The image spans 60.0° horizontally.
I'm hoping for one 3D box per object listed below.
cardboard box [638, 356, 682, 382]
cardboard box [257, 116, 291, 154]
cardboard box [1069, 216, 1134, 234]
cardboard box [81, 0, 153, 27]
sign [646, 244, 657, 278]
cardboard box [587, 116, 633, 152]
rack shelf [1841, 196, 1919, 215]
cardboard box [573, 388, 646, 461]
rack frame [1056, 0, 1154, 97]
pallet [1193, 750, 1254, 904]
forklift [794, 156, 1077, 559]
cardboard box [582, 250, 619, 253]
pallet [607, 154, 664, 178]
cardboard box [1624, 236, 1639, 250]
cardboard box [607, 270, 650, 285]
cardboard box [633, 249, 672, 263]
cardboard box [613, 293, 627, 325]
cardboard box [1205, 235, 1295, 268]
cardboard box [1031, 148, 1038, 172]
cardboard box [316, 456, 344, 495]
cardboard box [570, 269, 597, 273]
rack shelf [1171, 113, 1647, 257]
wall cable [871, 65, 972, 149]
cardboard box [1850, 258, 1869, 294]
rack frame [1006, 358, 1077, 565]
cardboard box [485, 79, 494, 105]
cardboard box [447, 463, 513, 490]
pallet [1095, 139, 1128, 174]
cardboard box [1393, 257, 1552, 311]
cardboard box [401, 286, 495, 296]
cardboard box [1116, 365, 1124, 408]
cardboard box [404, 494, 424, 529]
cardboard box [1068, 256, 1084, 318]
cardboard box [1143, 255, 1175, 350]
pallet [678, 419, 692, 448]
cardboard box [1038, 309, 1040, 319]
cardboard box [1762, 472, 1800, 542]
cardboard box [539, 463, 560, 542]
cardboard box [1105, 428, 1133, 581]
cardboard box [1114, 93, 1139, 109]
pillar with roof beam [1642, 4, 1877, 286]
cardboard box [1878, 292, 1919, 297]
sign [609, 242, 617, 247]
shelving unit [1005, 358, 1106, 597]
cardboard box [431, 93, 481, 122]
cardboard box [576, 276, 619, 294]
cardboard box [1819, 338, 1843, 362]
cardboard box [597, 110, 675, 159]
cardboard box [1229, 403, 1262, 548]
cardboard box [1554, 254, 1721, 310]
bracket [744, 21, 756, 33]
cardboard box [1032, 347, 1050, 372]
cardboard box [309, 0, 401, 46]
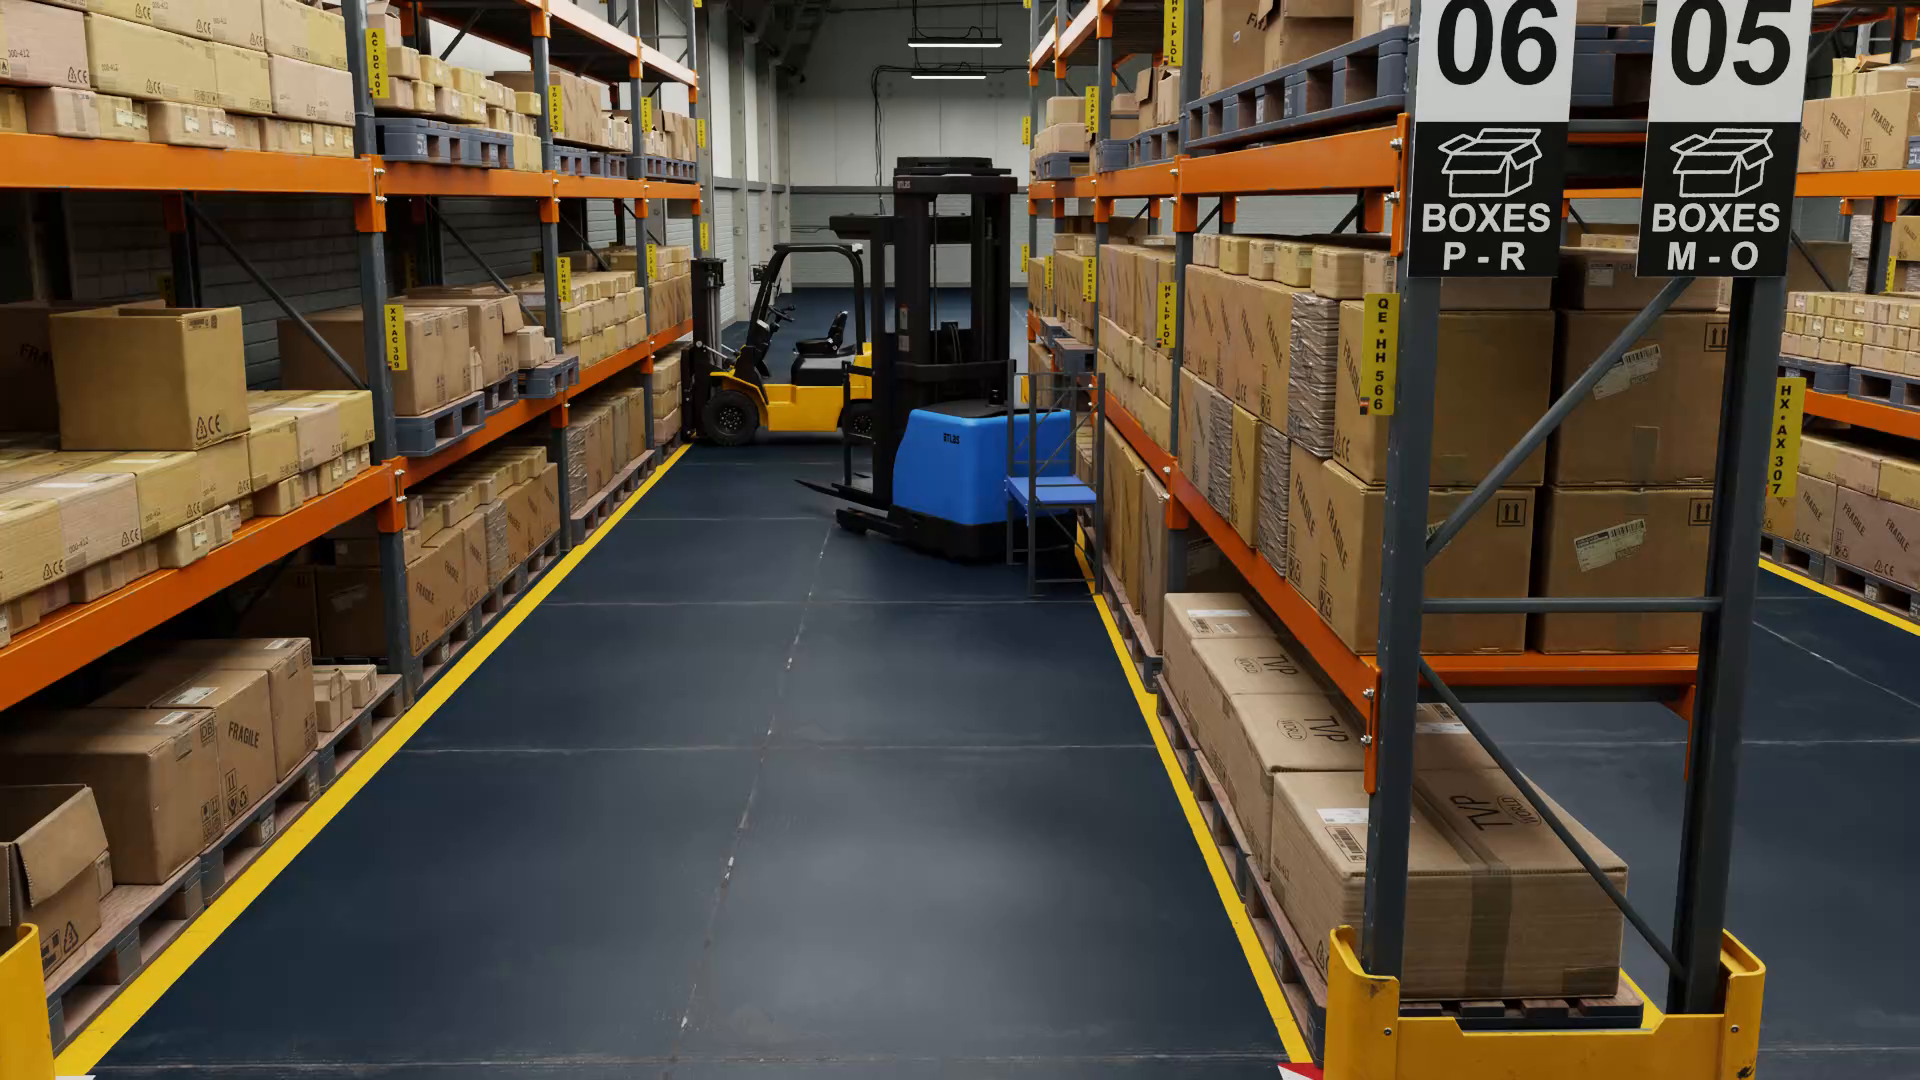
[{"bbox_3d":[-3.259,-1.823,17.845,0.500,0.250,0.500,0,11,1],"label":"cardboard box"},{"bbox_3d":[-3.073,-1.712,7.042,0.380,0.149,0.250,0,11,-1],"label":"cardboard box"},{"bbox_3d":[1.556,-3.276,18.147,0.700,0.500,0.500,0,11,-2],"label":"cardboard box"},{"bbox_3d":[-3.067,-1.869,5.554,0.500,0.250,0.500,0,11,-2],"label":"cardboard box"},{"bbox_3d":[-2.998,-2.709,16.157,0.100,0.325,0.005,0,11,-1],"label":"sign"},{"bbox_3d":[-3.282,-3.715,15.199,0.500,0.311,0.500,-1,11,-3],"label":"cardboard box"},{"bbox_3d":[11.288,-3.754,18.282,1.077,0.370,4.000,0,11,-1],"label":"rack shelf"},{"bbox_3d":[-3.519,-1.115,15.927,0.875,0.625,0.625,0,11,1],"label":"cardboard box"},{"bbox_3d":[1.422,-5.138,15.752,1.000,3.000,0.127,0,11,-1],"label":"rack frame"},{"bbox_3d":[1.553,1.154,6.842,1.003,0.211,1.213,0,11,-1],"label":"pallet"},{"bbox_3d":[-0.346,-1.540,13.278,1.130,2.935,3.031,-8,14,-33],"label":"forklift"},{"bbox_3d":[-3.844,-3.006,17.702,0.380,0.149,0.250,0,11,-2],"label":"cardboard box"},{"bbox_3d":[-3.584,-3.773,16.790,1.003,0.211,1.213,0,11,-1],"label":"pallet"},{"bbox_3d":[6.407,-2.476,14.953,0.700,0.500,0.500,0,11,-1],"label":"cardboard box"},{"bbox_3d":[-3.284,-2.608,16.487,0.380,0.149,0.250,0,11,-2],"label":"cardboard box"},{"bbox_3d":[-3.368,-3.109,18.210,0.380,0.149,0.250,0,11,0],"label":"cardboard box"},{"bbox_3d":[-3.252,-2.048,14.728,0.500,0.250,0.500,0,11,0],"label":"cardboard box"},{"bbox_3d":[1.355,-1.350,7.770,0.380,0.149,0.250,0,11,0],"label":"cardboard box"},{"bbox_3d":[1.084,-4.334,18.963,0.500,0.250,0.500,0,11,-2],"label":"cardboard box"},{"bbox_3d":[-3.060,-0.298,7.614,0.380,0.149,0.250,0,11,0],"label":"cardboard box"},{"bbox_3d":[-3.804,-2.606,16.479,0.380,0.149,0.250,0,11,-1],"label":"cardboard box"},{"bbox_3d":[1.628,-1.327,6.323,1.077,0.370,4.000,0,11,-1],"label":"rack shelf"},{"bbox_3d":[-1.164,-13.289,51.036,3.097,2.526,0.112,0,11,-1],"label":"wall cable"},{"bbox_3d":[11.231,-3.119,19.889,0.875,0.500,0.500,0,11,-1],"label":"cardboard box"},{"bbox_3d":[0.591,-0.560,12.047,0.500,1.500,0.032,-1,12,-6],"label":"rack frame"},{"bbox_3d":[-3.128,-2.794,10.370,0.380,0.149,0.250,0,11,-1],"label":"cardboard box"},{"bbox_3d":[-3.237,-0.424,11.203,0.380,0.149,0.250,0,11,1],"label":"cardboard box"},{"bbox_3d":[1.571,-2.652,11.520,1.213,0.211,1.003,0,11,1],"label":"pallet"},{"bbox_3d":[1.462,-0.740,4.764,0.380,0.149,0.250,0,11,0],"label":"cardboard box"},{"bbox_3d":[-3.604,-1.533,11.766,0.500,0.500,0.500,0,11,2],"label":"cardboard box"},{"bbox_3d":[1.296,-1.025,10.942,0.500,0.250,0.500,0,11,1],"label":"cardboard box"},{"bbox_3d":[-3.170,-0.155,9.129,0.380,0.149,0.250,-1,11,-4],"label":"cardboard box"},{"bbox_3d":[1.184,-2.096,13.788,0.500,0.500,0.500,-1,12,-5],"label":"cardboard box"},{"bbox_3d":[1.309,-1.337,9.340,0.500,0.500,0.500,0,11,0],"label":"cardboard box"},{"bbox_3d":[-3.544,-1.212,18.500,1.003,0.211,1.213,0,11,-1],"label":"pallet"},{"bbox_3d":[1.081,-2.596,18.944,0.380,0.149,0.250,0,11,0],"label":"cardboard box"},{"bbox_3d":[6.211,-0.282,12.137,0.500,0.500,0.500,-1,11,-4],"label":"cardboard box"},{"bbox_3d":[-3.234,-0.279,12.122,0.500,0.500,0.500,0,11,0],"label":"cardboard box"},{"bbox_3d":[1.450,-0.252,11.046,0.875,0.875,0.875,0,11,0],"label":"cardboard box"},{"bbox_3d":[1.604,-3.728,14.409,0.500,0.250,0.500,0,11,0],"label":"cardboard box"},{"bbox_3d":[22.059,-11.845,48.812,9.100,9.000,0.548,0,11,-1],"label":"pillar with roof beam"},{"bbox_3d":[6.920,-1.722,12.081,0.380,0.149,0.250,-1,11,-3],"label":"cardboard box"},{"bbox_3d":[-4.178,-3.434,20.064,0.100,0.325,0.005,0,11,-1],"label":"sign"},{"bbox_3d":[0.648,-0.460,11.552,0.538,1.500,1.048,-1,12,-6],"label":"shelving unit"},{"bbox_3d":[-3.004,-2.503,9.631,0.380,0.149,0.250,0,11,0],"label":"cardboard box"},{"bbox_3d":[-3.255,-2.272,14.833,0.380,0.149,0.250,-1,11,-3],"label":"cardboard box"},{"bbox_3d":[6.270,-1.329,11.642,0.380,0.149,0.250,0,11,2],"label":"cardboard box"},{"bbox_3d":[-3.476,-4.340,17.795,0.797,0.503,0.637,0,11,1],"label":"cardboard box"},{"bbox_3d":[1.356,-0.261,6.549,0.500,0.500,0.500,0,11,1],"label":"cardboard box"},{"bbox_3d":[1.939,-0.741,4.770,0.380,0.149,0.250,0,11,0],"label":"cardboard box"},{"bbox_3d":[-4.519,-11.031,35.746,0.235,0.232,0.430,0,11,-1],"label":"bracket"},{"bbox_3d":[1.096,-1.949,19.093,0.500,0.500,0.500,-1,11,-3],"label":"cardboard box"},{"bbox_3d":[-3.033,-2.598,8.312,0.396,0.266,0.258,0,11,-2],"label":"cardboard box"}]
